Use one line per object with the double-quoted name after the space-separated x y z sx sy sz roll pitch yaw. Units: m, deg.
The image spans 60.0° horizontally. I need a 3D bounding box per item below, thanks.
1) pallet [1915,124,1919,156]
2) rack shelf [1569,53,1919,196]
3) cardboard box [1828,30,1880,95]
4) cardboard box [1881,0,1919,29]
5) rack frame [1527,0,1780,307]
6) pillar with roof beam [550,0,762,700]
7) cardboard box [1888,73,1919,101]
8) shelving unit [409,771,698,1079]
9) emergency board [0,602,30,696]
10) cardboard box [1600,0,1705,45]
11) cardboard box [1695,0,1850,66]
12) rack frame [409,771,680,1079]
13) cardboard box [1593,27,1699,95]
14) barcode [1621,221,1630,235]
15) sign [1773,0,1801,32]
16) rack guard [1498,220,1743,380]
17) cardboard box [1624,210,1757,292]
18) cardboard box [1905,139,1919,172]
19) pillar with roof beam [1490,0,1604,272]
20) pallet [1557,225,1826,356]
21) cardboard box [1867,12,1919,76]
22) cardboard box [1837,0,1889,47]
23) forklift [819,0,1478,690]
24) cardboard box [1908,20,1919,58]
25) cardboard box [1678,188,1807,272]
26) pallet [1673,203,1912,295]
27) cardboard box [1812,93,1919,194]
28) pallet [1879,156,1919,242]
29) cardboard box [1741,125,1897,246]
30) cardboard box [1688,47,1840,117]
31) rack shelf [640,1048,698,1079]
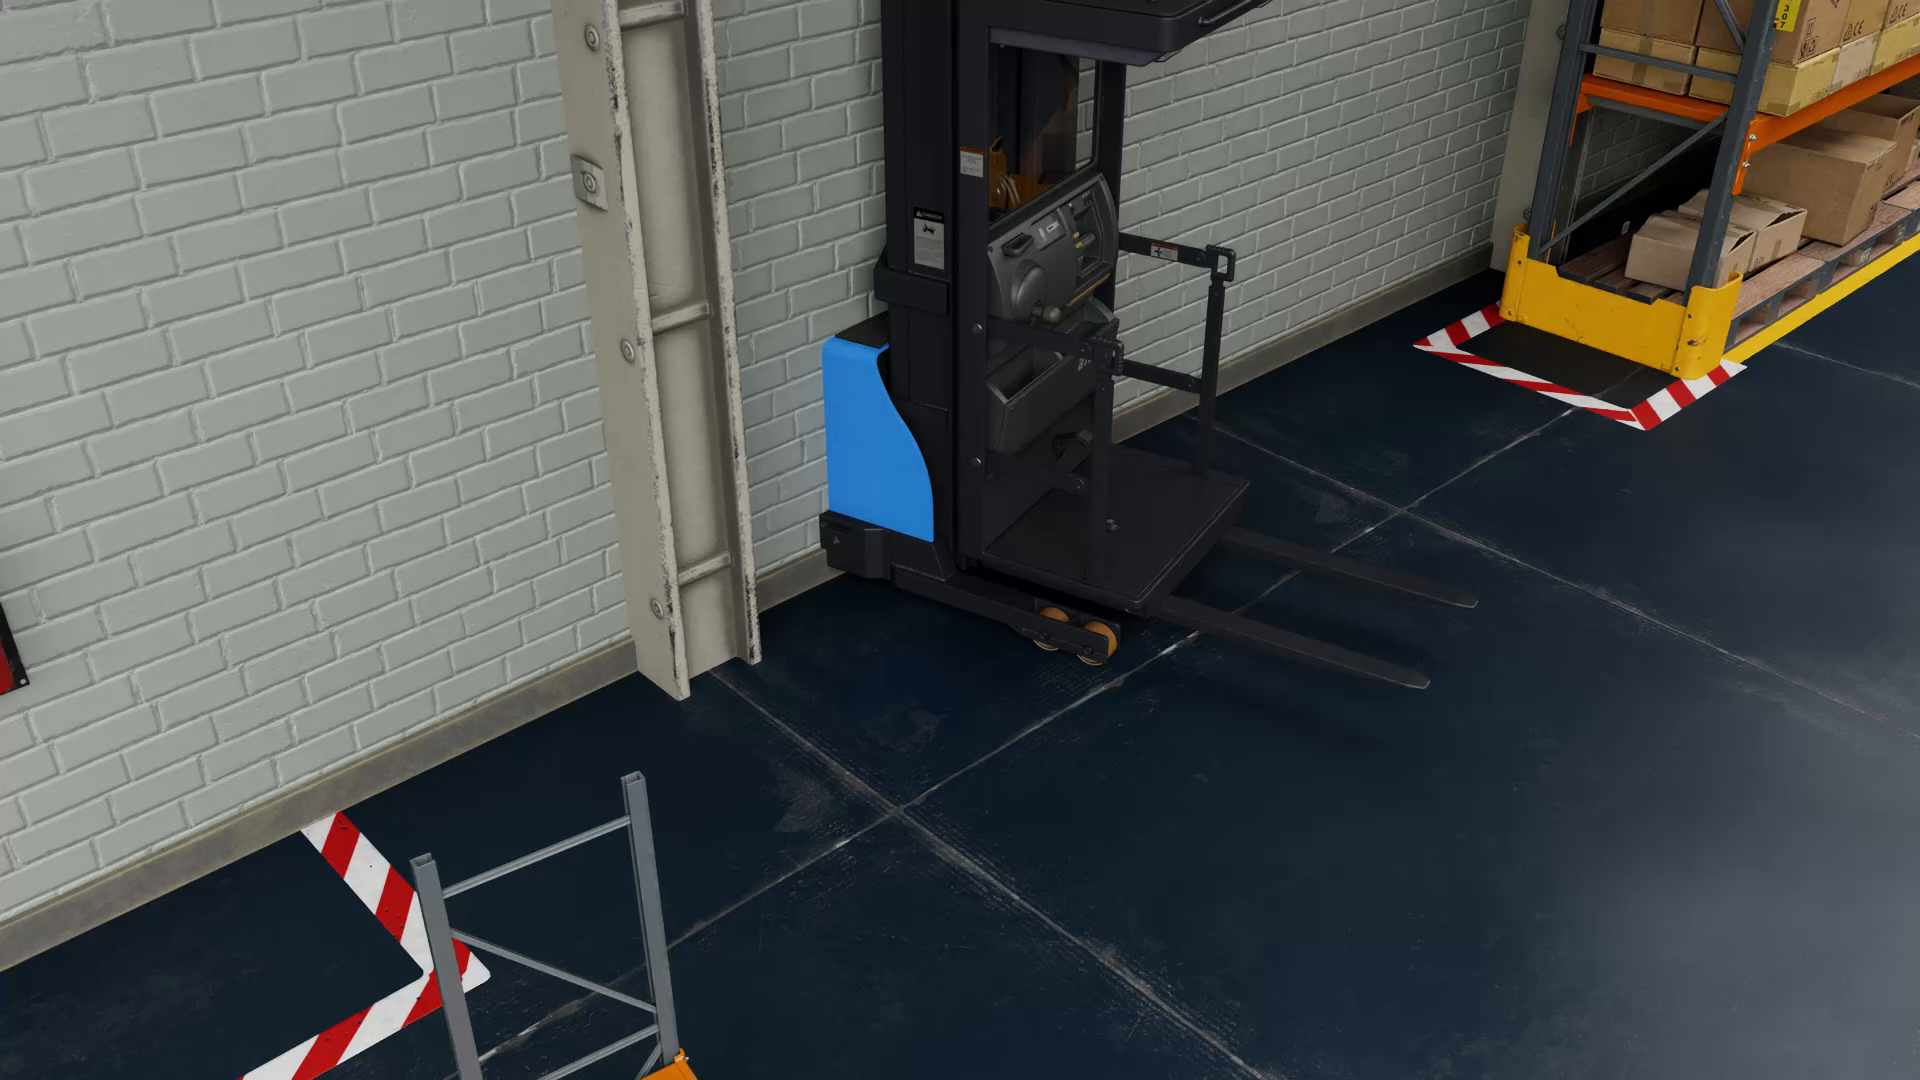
6.960 -2.857 11.720 1.213 0.211 1.003 -26 40 -35 "pallet"
4.923 -2.754 9.568 4.000 0.370 1.077 -26 40 -35 "rack shelf"
4.402 -2.537 8.649 0.500 0.250 0.500 -27 41 -37 "cardboard box"
4.764 -3.023 8.723 0.500 0.500 0.500 -27 41 -37 "cardboard box"
3.457 -2.351 8.220 0.127 3.000 1.000 -26 40 -35 "rack frame"
1.909 -1.715 1.429 0.400 9.000 9.100 -26 40 -35 "pillar with roof beam"
6.918 -3.159 11.515 0.500 0.500 0.700 -24 39 -34 "cardboard box"
-0.606 1.429 3.475 0.587 1.500 1.083 -19 36 -29 "shelving unit"
-2.856 0.060 4.277 0.643 1.169 0.194 -26 40 -35 "emergency board"
3.658 -2.864 8.465 0.500 0.500 0.500 -26 40 -36 "cardboard box"
4.011 -2.670 8.147 0.500 0.500 0.500 -26 40 -35 "cardboard box"
-0.887 1.214 3.827 0.500 1.500 0.032 -19 36 -29 "rack frame"
3.668 -2.536 8.646 0.500 0.250 0.500 -25 39 -35 "cardboard box"
3.767 -1.766 9.410 0.075 0.075 0.001 -26 40 -35 "barcode"
3.826 -2.513 7.655 0.005 0.325 0.100 -26 40 -35 "sign"
3.513 -1.312 8.916 0.348 0.500 1.175 -26 40 -35 "rack guard"
4.025 -1.603 9.152 0.500 0.311 0.500 24 39 34 "cardboard box"
6.018 -2.548 10.836 0.380 0.166 0.250 23 38 33 "cardboard box"
6.309 -3.843 4.909 0.400 9.000 9.100 -26 40 -35 "pillar with roof beam"
4.132 -1.463 9.441 1.213 0.211 1.003 -26 40 -35 "pallet"
4.779 -2.716 8.940 0.500 0.250 0.500 -27 40 -36 "cardboard box"
4.380 -2.842 8.428 0.500 0.500 0.500 -26 40 -35 "cardboard box"
0.539 -1.082 6.210 3.031 2.935 1.130 17 35 26 "forklift"
5.151 -2.894 9.232 0.500 0.250 0.500 -25 40 -35 "cardboard box"
4.443 -1.805 9.482 0.500 0.311 0.500 -22 38 -32 "cardboard box"
5.027 -1.894 10.145 1.213 0.211 1.003 -26 40 -35 "pallet"
5.656 -2.508 10.451 0.500 0.500 0.500 26 40 35 "cardboard box"
5.922 -2.329 10.856 1.213 0.211 1.003 -26 40 -35 "pallet"
5.015 -2.127 9.827 0.700 0.500 0.500 26 40 36 "cardboard box"
4.031 -2.348 8.338 0.500 0.250 0.500 -27 41 -37 "cardboard box"
-0.601 1.587 3.562 0.538 0.185 1.000 -19 36 -29 "rack shelf"
